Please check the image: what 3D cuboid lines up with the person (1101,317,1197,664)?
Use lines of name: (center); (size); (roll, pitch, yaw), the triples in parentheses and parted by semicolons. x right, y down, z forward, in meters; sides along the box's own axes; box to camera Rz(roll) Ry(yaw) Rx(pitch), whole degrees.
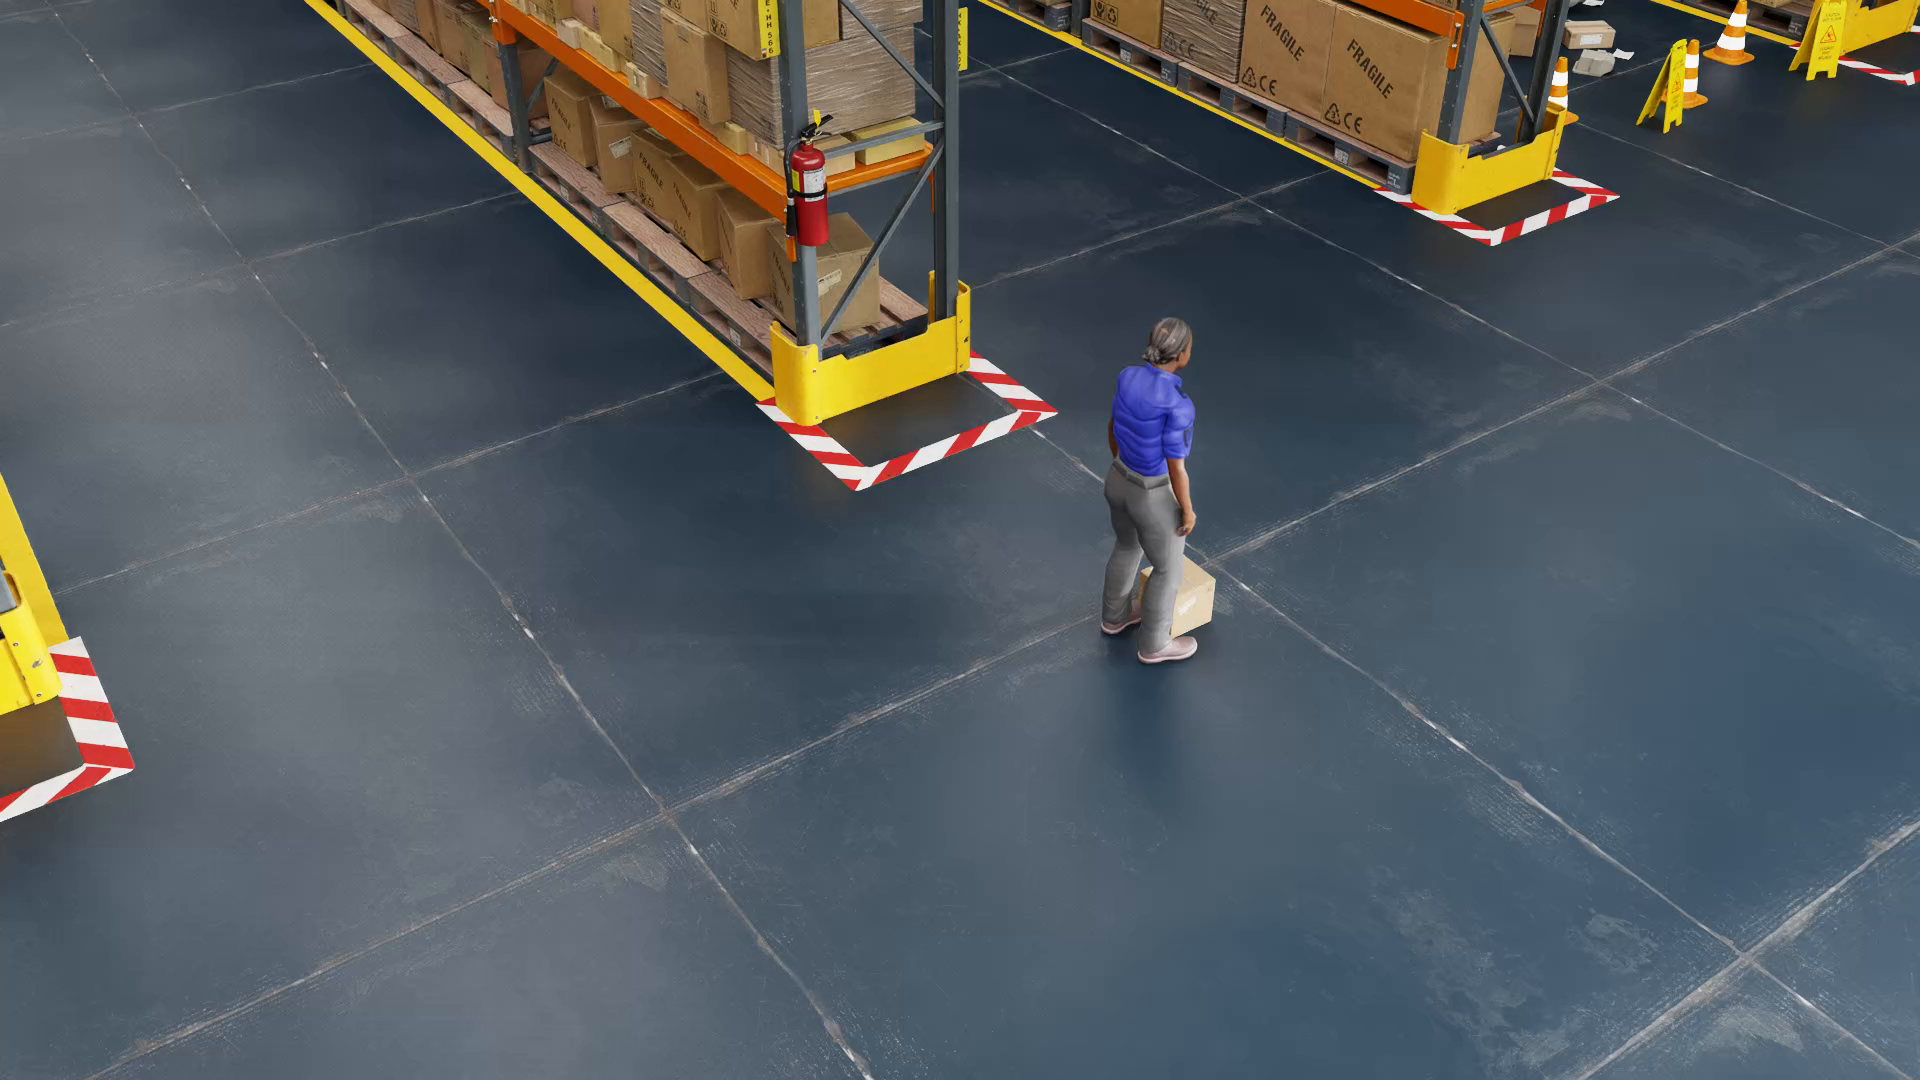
person: (0.836, -0.214, 7.292); (0.346, 1.655, 0.506); (-22, 42, -27)
